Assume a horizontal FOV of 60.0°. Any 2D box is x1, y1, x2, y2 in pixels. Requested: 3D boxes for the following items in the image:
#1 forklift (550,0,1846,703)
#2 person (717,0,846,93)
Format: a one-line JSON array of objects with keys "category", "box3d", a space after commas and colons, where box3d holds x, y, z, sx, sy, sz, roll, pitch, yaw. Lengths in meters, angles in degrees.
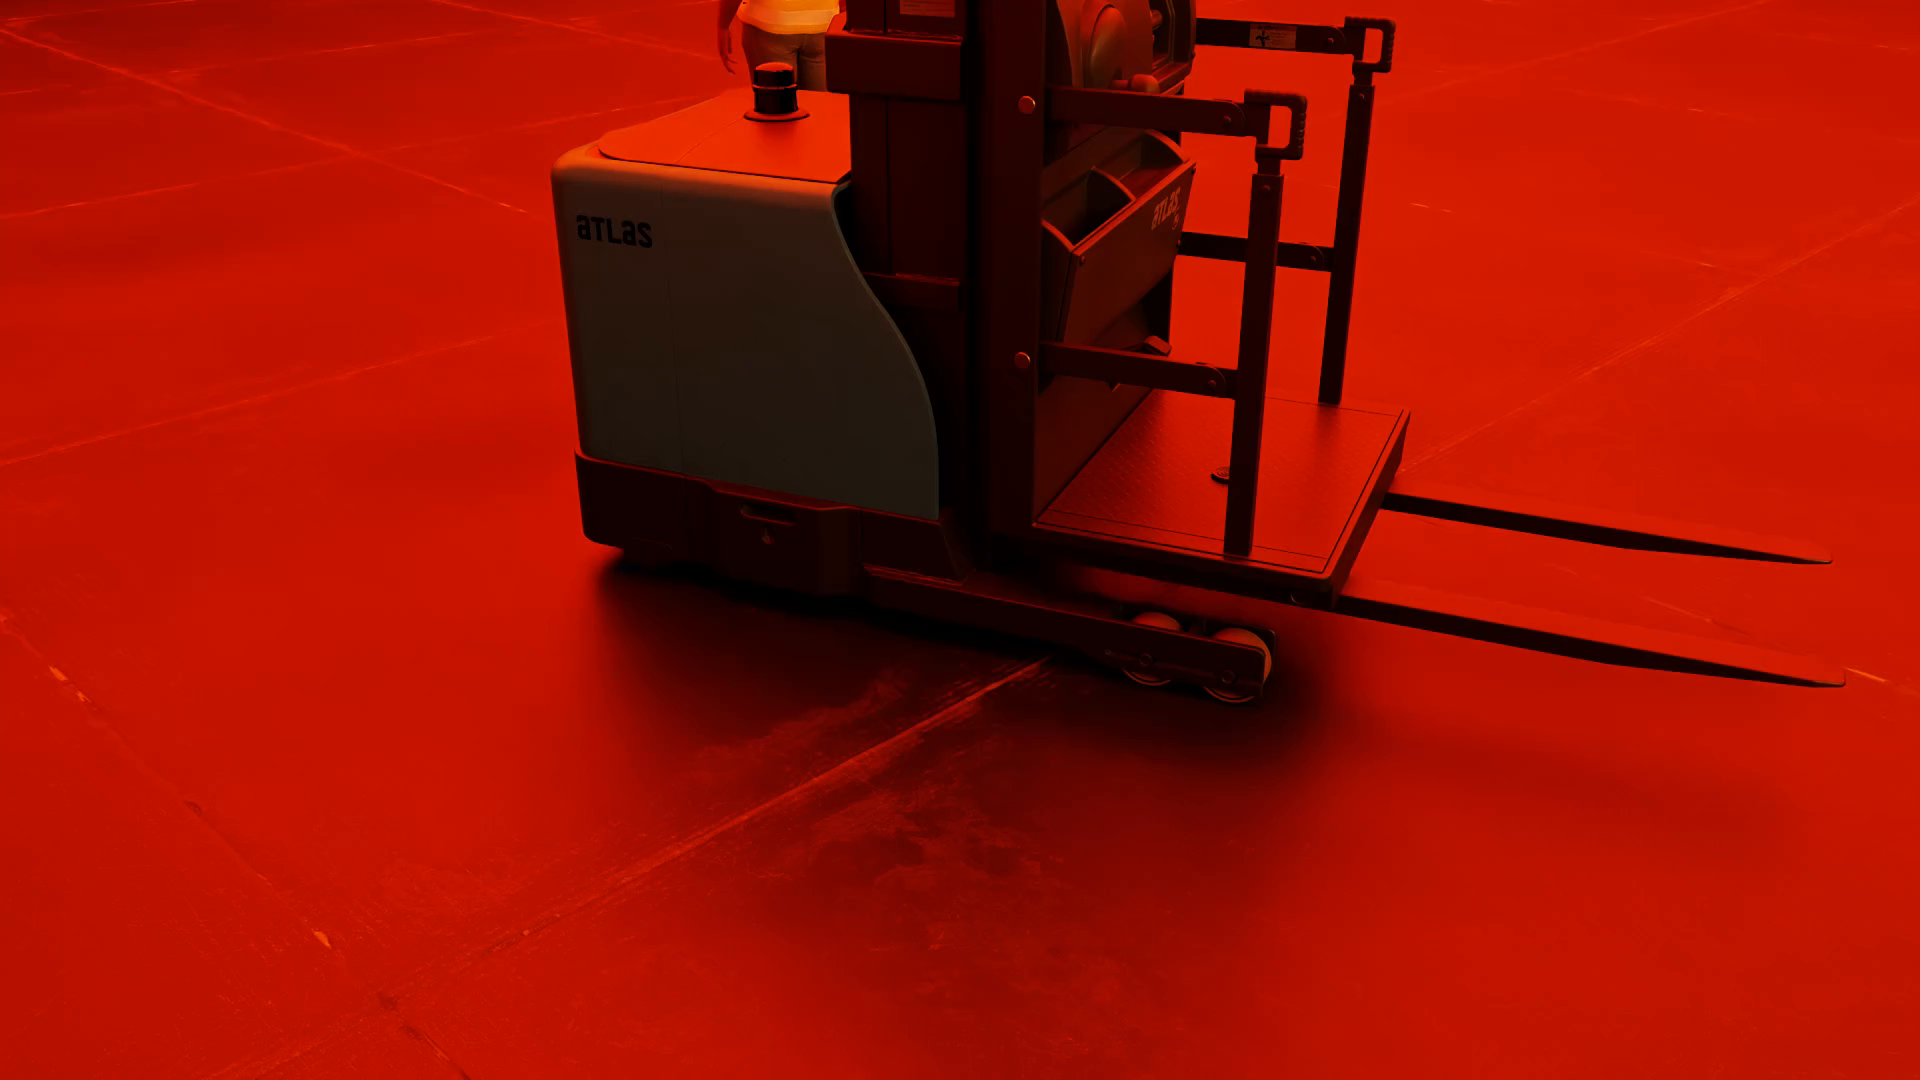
[{"category": "forklift", "box3d": [0.560, -1.212, 3.684, 3.031, 2.935, 1.130, 11, 28, 20]}, {"category": "person", "box3d": [-0.756, -2.171, 6.948, 0.665, 1.768, 0.575, -20, 32, -34]}]
